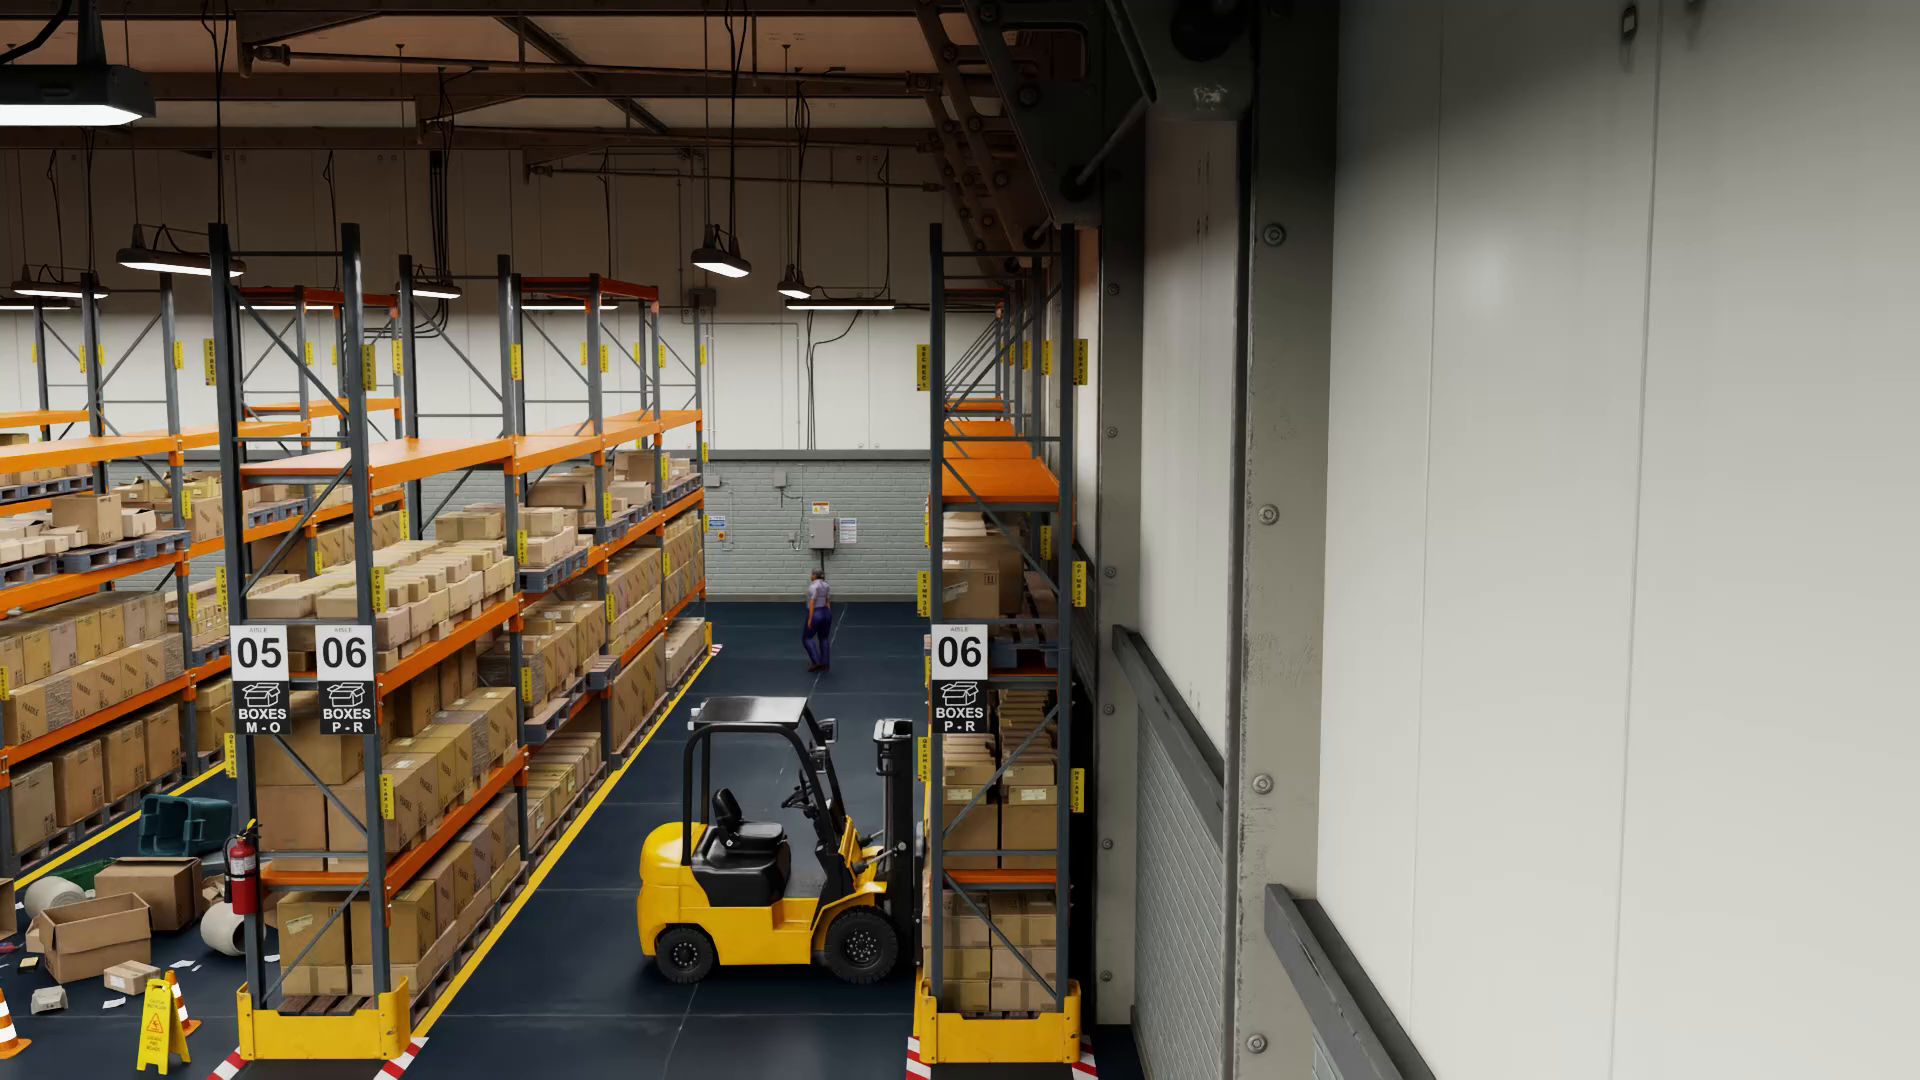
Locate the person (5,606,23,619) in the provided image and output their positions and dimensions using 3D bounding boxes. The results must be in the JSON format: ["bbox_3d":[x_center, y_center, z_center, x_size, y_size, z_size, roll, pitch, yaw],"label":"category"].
[{"bbox_3d":[-13.115,1.664,23.274,0.516,1.601,0.728,1,7,7],"label":"person"}]

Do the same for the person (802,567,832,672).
[{"bbox_3d":[-2.259,1.275,26.538,0.396,1.659,0.513,5,8,37],"label":"person"}]
